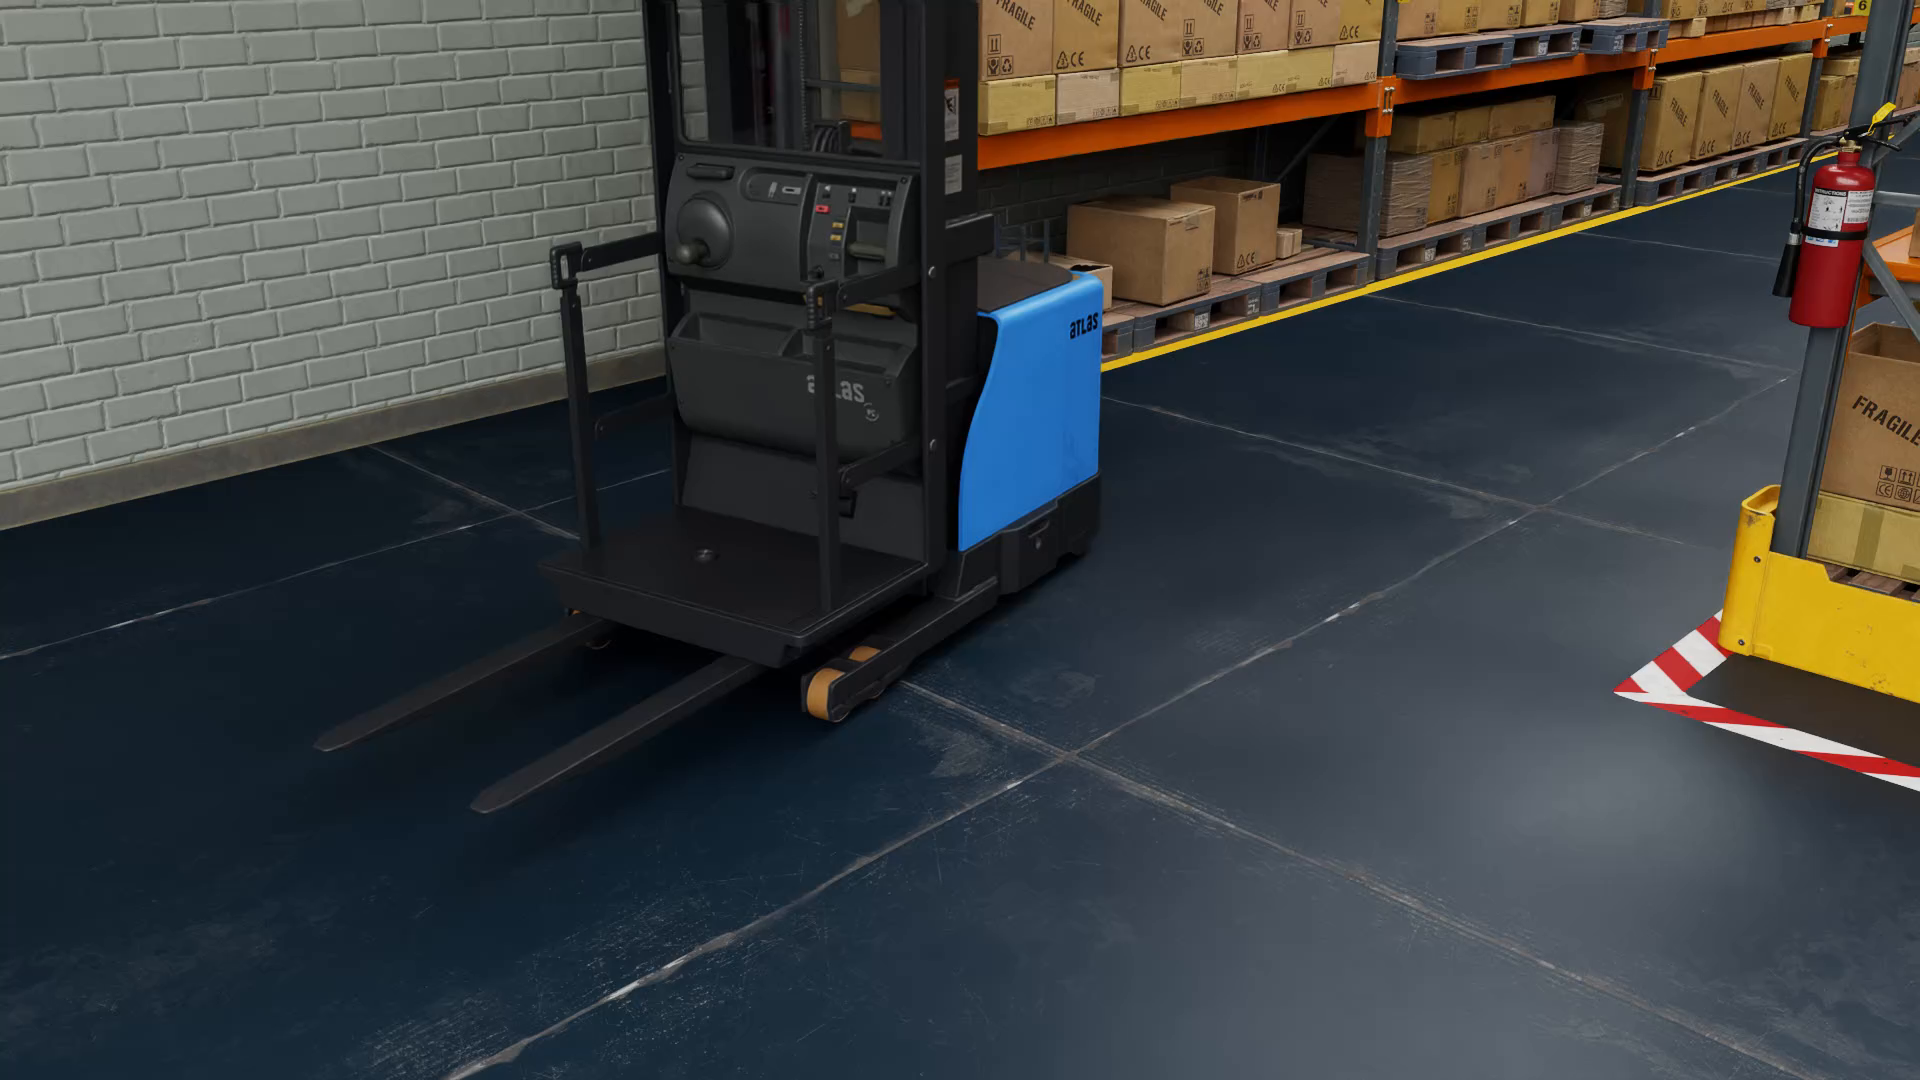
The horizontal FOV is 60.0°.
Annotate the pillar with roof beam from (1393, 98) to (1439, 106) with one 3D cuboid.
[{"bbox_3d":[6.692,-5.848,9.247,9.100,9.000,0.400,19,28,41],"label":"pillar with roof beam"}]

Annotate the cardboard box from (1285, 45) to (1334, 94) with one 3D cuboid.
[{"bbox_3d":[1.877,-2.830,9.939,0.500,0.250,0.500,19,28,41],"label":"cardboard box"}]

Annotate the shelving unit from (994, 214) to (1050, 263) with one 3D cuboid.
[{"bbox_3d":[0.197,-0.679,6.668,0.258,1.200,0.189,13,24,30],"label":"shelving unit"}]

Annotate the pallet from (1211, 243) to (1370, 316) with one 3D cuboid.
[{"bbox_3d":[1.901,-1.732,10.785,1.003,0.211,1.213,19,28,41],"label":"pallet"}]

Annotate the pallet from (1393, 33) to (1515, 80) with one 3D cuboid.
[{"bbox_3d":[2.981,-3.285,11.208,1.003,0.211,1.213,19,28,41],"label":"pallet"}]

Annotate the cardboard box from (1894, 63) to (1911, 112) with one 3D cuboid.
[{"bbox_3d":[9.950,-4.995,18.288,0.700,0.500,0.500,19,28,40],"label":"cardboard box"}]

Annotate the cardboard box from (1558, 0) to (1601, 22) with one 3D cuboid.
[{"bbox_3d":[4.443,-4.221,12.623,0.700,0.500,0.500,16,26,36],"label":"cardboard box"}]

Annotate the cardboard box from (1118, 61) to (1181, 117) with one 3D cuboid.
[{"bbox_3d":[0.833,-2.438,8.919,0.500,0.250,0.500,19,28,40],"label":"cardboard box"}]

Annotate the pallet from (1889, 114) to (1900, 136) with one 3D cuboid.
[{"bbox_3d":[9.362,-4.460,17.885,1.003,0.211,1.213,19,28,41],"label":"pallet"}]

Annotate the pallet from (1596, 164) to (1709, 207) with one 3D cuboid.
[{"bbox_3d":[5.738,-3.125,14.411,1.003,0.211,1.213,19,28,41],"label":"pallet"}]

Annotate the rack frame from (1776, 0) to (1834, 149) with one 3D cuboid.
[{"bbox_3d":[7.925,-5.271,16.108,1.000,3.000,0.127,19,28,41],"label":"rack frame"}]

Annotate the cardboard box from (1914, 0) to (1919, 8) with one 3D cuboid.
[{"bbox_3d":[9.867,-6.116,17.888,0.980,0.700,0.700,19,28,40],"label":"cardboard box"}]

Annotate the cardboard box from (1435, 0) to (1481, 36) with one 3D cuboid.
[{"bbox_3d":[3.118,-3.731,11.348,0.500,0.500,0.700,-17,27,-37],"label":"cardboard box"}]

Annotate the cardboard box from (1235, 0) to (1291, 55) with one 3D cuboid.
[{"bbox_3d":[1.533,-3.049,9.461,0.500,0.500,0.500,18,28,39],"label":"cardboard box"}]

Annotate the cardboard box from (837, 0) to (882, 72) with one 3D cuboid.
[{"bbox_3d":[-0.270,-2.650,8.425,0.500,0.500,0.500,19,28,40],"label":"cardboard box"}]

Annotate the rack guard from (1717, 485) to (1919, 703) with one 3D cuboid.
[{"bbox_3d":[3.089,0.225,5.291,1.175,0.500,0.348,19,28,41],"label":"rack guard"}]

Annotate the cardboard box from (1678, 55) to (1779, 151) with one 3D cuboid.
[{"bbox_3d":[6.947,-4.035,15.302,0.750,0.750,0.750,-19,28,-40],"label":"cardboard box"}]

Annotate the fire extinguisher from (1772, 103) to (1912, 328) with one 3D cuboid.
[{"bbox_3d":[2.690,-0.997,5.096,0.296,0.674,0.183,19,28,41],"label":"fire extinguisher"}]

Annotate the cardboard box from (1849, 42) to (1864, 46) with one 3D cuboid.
[{"bbox_3d":[10.242,-5.509,18.720,0.380,0.149,0.250,20,28,41],"label":"cardboard box"}]

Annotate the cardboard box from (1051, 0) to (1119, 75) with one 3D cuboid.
[{"bbox_3d":[0.454,-2.648,8.419,0.500,0.500,0.500,19,28,41],"label":"cardboard box"}]

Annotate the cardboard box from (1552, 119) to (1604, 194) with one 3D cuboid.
[{"bbox_3d":[4.669,-3.083,13.287,0.500,0.500,0.700,-20,29,-41],"label":"cardboard box"}]

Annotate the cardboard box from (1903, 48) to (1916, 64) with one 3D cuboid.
[{"bbox_3d":[10.162,-5.282,18.130,0.250,0.149,0.380,-19,28,-41],"label":"cardboard box"}]

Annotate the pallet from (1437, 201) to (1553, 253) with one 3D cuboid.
[{"bbox_3d":[3.737,-2.429,12.599,1.003,0.211,1.213,19,28,41],"label":"pallet"}]

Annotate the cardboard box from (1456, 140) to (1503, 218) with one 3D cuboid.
[{"bbox_3d":[3.555,-2.713,12.323,0.700,0.500,0.500,20,28,41],"label":"cardboard box"}]

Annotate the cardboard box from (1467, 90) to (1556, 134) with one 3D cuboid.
[{"bbox_3d":[4.227,-3.303,12.812,0.500,0.250,0.500,-20,28,-41],"label":"cardboard box"}]

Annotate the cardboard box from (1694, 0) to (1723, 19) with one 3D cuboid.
[{"bbox_3d":[6.029,-4.631,13.860,0.500,0.500,0.500,-19,28,-40],"label":"cardboard box"}]

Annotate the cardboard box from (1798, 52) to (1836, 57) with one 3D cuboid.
[{"bbox_3d":[9.003,-5.051,17.529,0.380,0.149,0.250,20,28,41],"label":"cardboard box"}]

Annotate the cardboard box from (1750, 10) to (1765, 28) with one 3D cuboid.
[{"bbox_3d":[6.974,-4.690,14.918,0.380,0.149,0.250,18,28,39],"label":"cardboard box"}]

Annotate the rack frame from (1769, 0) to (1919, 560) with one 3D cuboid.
[{"bbox_3d":[3.105,-0.948,4.859,1.000,3.000,0.127,19,28,41],"label":"rack frame"}]

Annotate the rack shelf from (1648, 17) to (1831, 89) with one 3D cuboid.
[{"bbox_3d":[6.530,-4.421,14.899,1.077,0.370,4.000,19,28,41],"label":"rack shelf"}]

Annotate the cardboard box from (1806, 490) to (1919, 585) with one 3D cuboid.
[{"bbox_3d":[3.268,-0.072,5.828,0.500,0.250,0.500,19,28,41],"label":"cardboard box"}]

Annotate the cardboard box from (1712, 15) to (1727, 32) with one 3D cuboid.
[{"bbox_3d":[6.408,-4.499,14.422,0.250,0.149,0.380,-20,28,-41],"label":"cardboard box"}]

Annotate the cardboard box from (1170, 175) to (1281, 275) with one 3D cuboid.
[{"bbox_3d":[1.649,-1.976,10.407,0.500,0.500,0.500,17,27,37],"label":"cardboard box"}]

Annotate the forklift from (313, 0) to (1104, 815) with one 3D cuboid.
[{"bbox_3d":[-0.666,-0.998,5.086,1.130,2.935,3.031,13,24,30],"label":"forklift"}]

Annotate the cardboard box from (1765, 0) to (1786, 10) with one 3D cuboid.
[{"bbox_3d":[7.078,-5.024,14.882,0.500,0.500,0.500,19,28,41],"label":"cardboard box"}]

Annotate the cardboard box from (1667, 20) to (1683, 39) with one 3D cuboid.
[{"bbox_3d":[5.712,-4.224,13.706,0.250,0.149,0.380,-20,29,-41],"label":"cardboard box"}]

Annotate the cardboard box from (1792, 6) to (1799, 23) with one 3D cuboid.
[{"bbox_3d":[7.520,-4.879,15.411,0.250,0.149,0.380,-19,28,-40],"label":"cardboard box"}]

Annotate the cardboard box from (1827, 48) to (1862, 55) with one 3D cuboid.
[{"bbox_3d":[9.538,-5.248,18.043,0.250,0.149,0.380,-20,28,-41],"label":"cardboard box"}]

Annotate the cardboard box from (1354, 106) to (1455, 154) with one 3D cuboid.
[{"bbox_3d":[3.150,-2.911,11.792,0.500,0.250,0.500,19,28,40],"label":"cardboard box"}]

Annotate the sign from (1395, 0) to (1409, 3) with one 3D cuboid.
[{"bbox_3d":[2.738,-3.485,10.254,0.100,0.325,0.005,19,28,41],"label":"sign"}]

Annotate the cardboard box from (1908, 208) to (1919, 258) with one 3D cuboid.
[{"bbox_3d":[3.440,-1.111,5.145,0.700,0.500,0.500,19,28,41],"label":"cardboard box"}]
